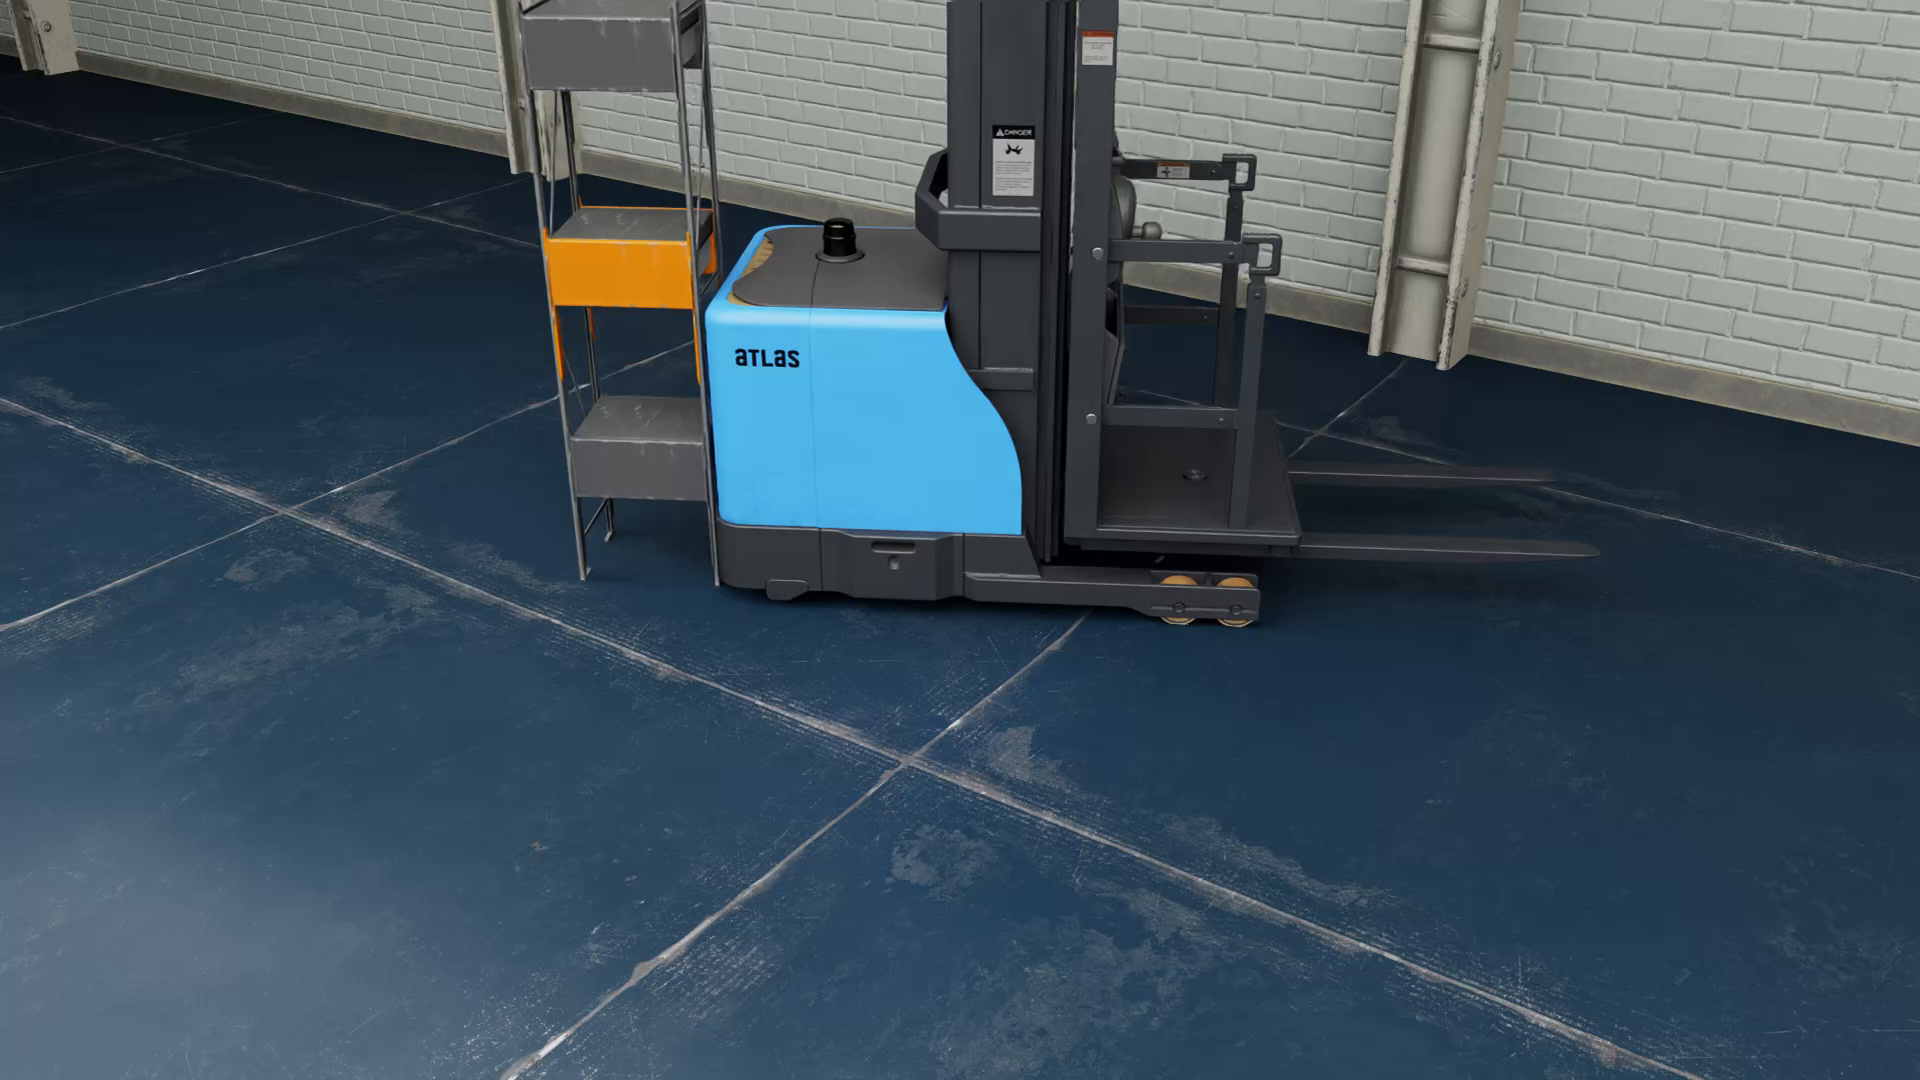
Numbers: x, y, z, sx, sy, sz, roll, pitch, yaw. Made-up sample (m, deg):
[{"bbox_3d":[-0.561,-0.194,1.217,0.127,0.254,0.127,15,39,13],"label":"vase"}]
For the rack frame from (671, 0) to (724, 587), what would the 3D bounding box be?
[{"bbox_3d":[-0.848,-0.859,5.622,0.015,2.100,0.400,2,27,4],"label":"rack frame"}]

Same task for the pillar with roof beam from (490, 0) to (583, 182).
[{"bbox_3d":[-5.172,-4.844,5.847,0.400,9.000,9.100,17,32,30],"label":"pillar with roof beam"}]

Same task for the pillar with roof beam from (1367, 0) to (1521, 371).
[{"bbox_3d":[-0.226,-3.304,2.820,0.400,9.000,9.100,17,32,30],"label":"pillar with roof beam"}]

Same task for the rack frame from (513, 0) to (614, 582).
[{"bbox_3d":[-1.335,-0.876,5.656,0.015,2.100,0.400,2,27,4],"label":"rack frame"}]

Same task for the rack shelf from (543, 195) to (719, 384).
[{"bbox_3d":[-1.091,-0.855,5.645,0.480,0.518,0.431,2,27,4],"label":"rack shelf"}]

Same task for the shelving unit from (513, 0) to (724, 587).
[{"bbox_3d":[-1.091,-0.867,5.639,0.503,2.100,0.431,2,27,4],"label":"shelving unit"}]

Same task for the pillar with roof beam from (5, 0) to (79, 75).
[{"bbox_3d":[-10.118,-6.385,8.875,0.400,9.000,9.100,17,32,30],"label":"pillar with roof beam"}]

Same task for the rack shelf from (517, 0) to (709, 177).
[{"bbox_3d":[-1.091,-1.479,5.328,0.480,0.518,0.431,2,27,4],"label":"rack shelf"}]

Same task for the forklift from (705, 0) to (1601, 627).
[{"bbox_3d":[0.698,-1.261,5.496,3.031,2.935,1.130,2,27,4],"label":"forklift"}]

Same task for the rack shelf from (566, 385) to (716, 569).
[{"bbox_3d":[-1.091,-0.231,5.963,0.480,0.518,0.431,2,27,4],"label":"rack shelf"}]
